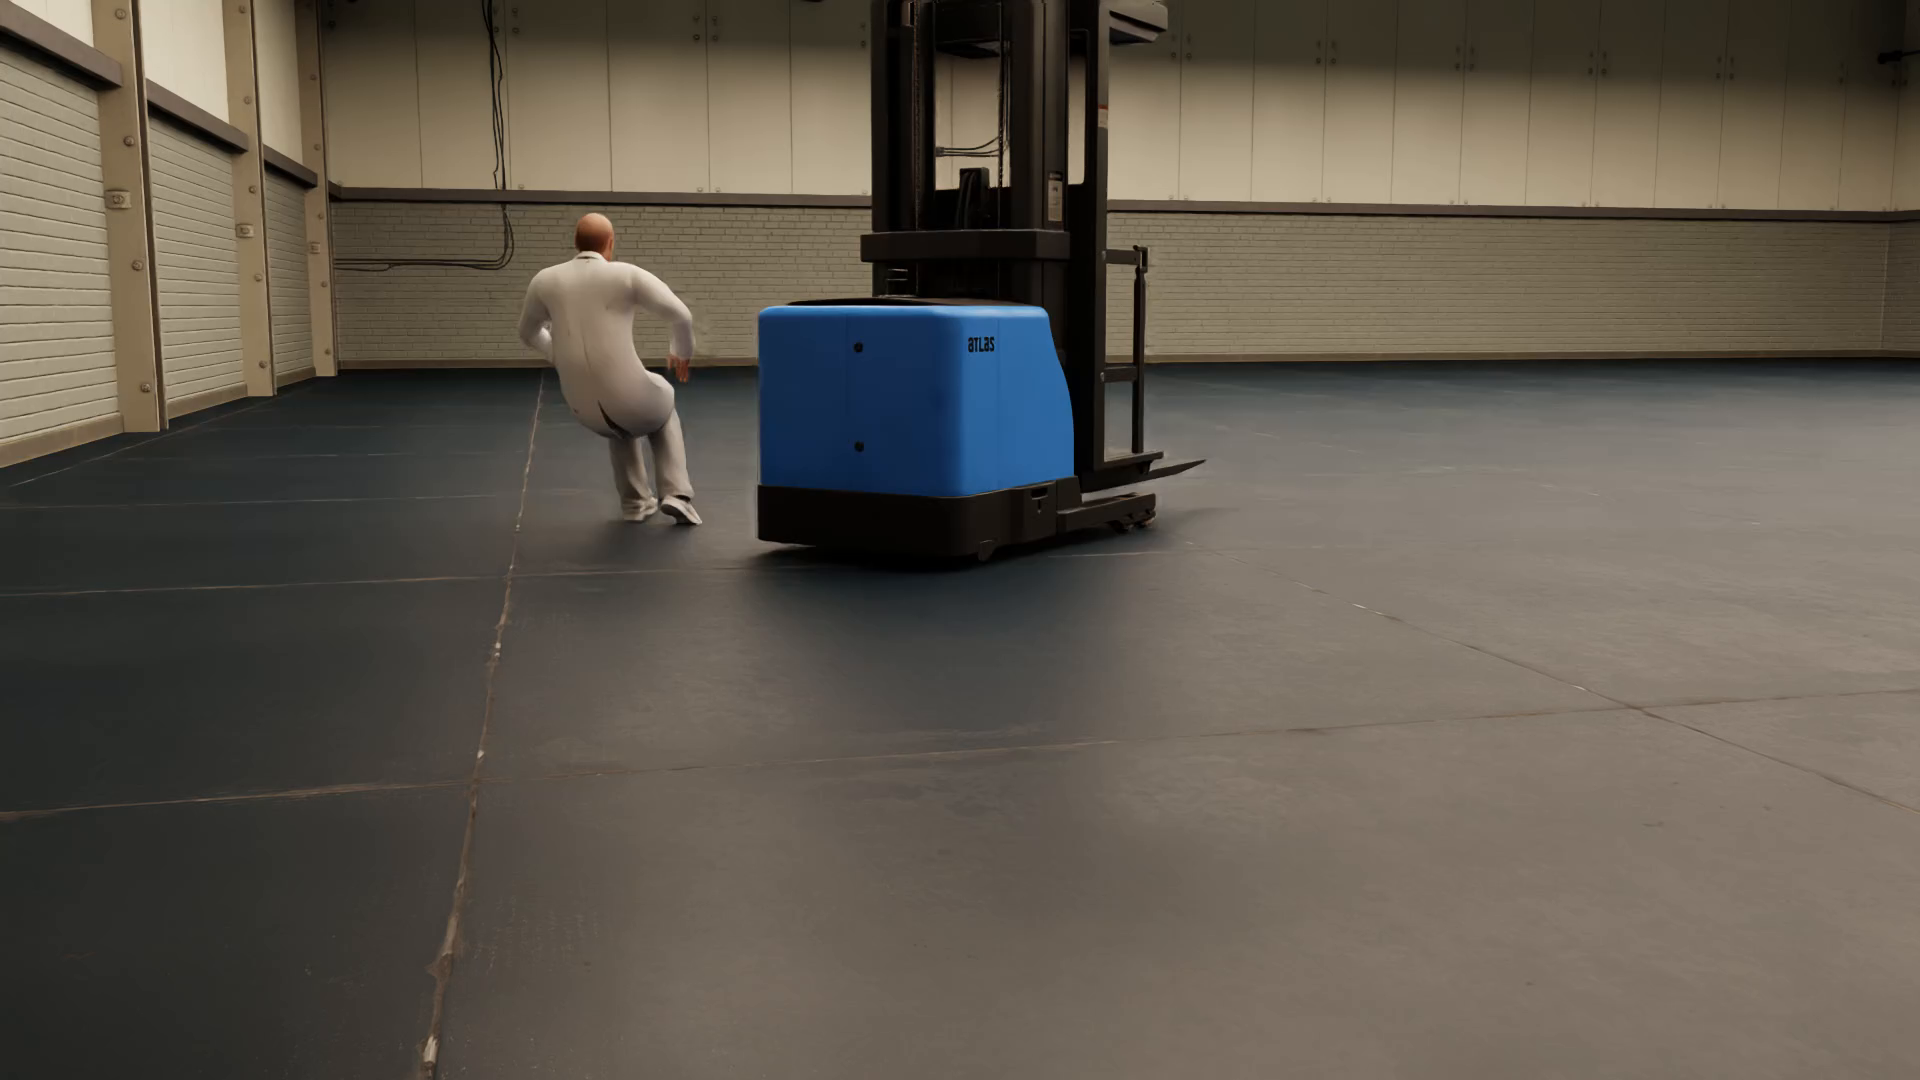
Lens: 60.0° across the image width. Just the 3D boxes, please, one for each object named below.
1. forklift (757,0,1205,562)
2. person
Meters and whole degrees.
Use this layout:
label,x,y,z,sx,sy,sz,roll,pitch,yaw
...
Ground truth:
label,x,y,z,sx,sy,sz,roll,pitch,yaw
forklift,0.310,-1.525,8.026,1.130,2.935,3.031,5,9,31
person,-1.672,-0.800,8.157,0.851,1.551,0.919,1,8,5
